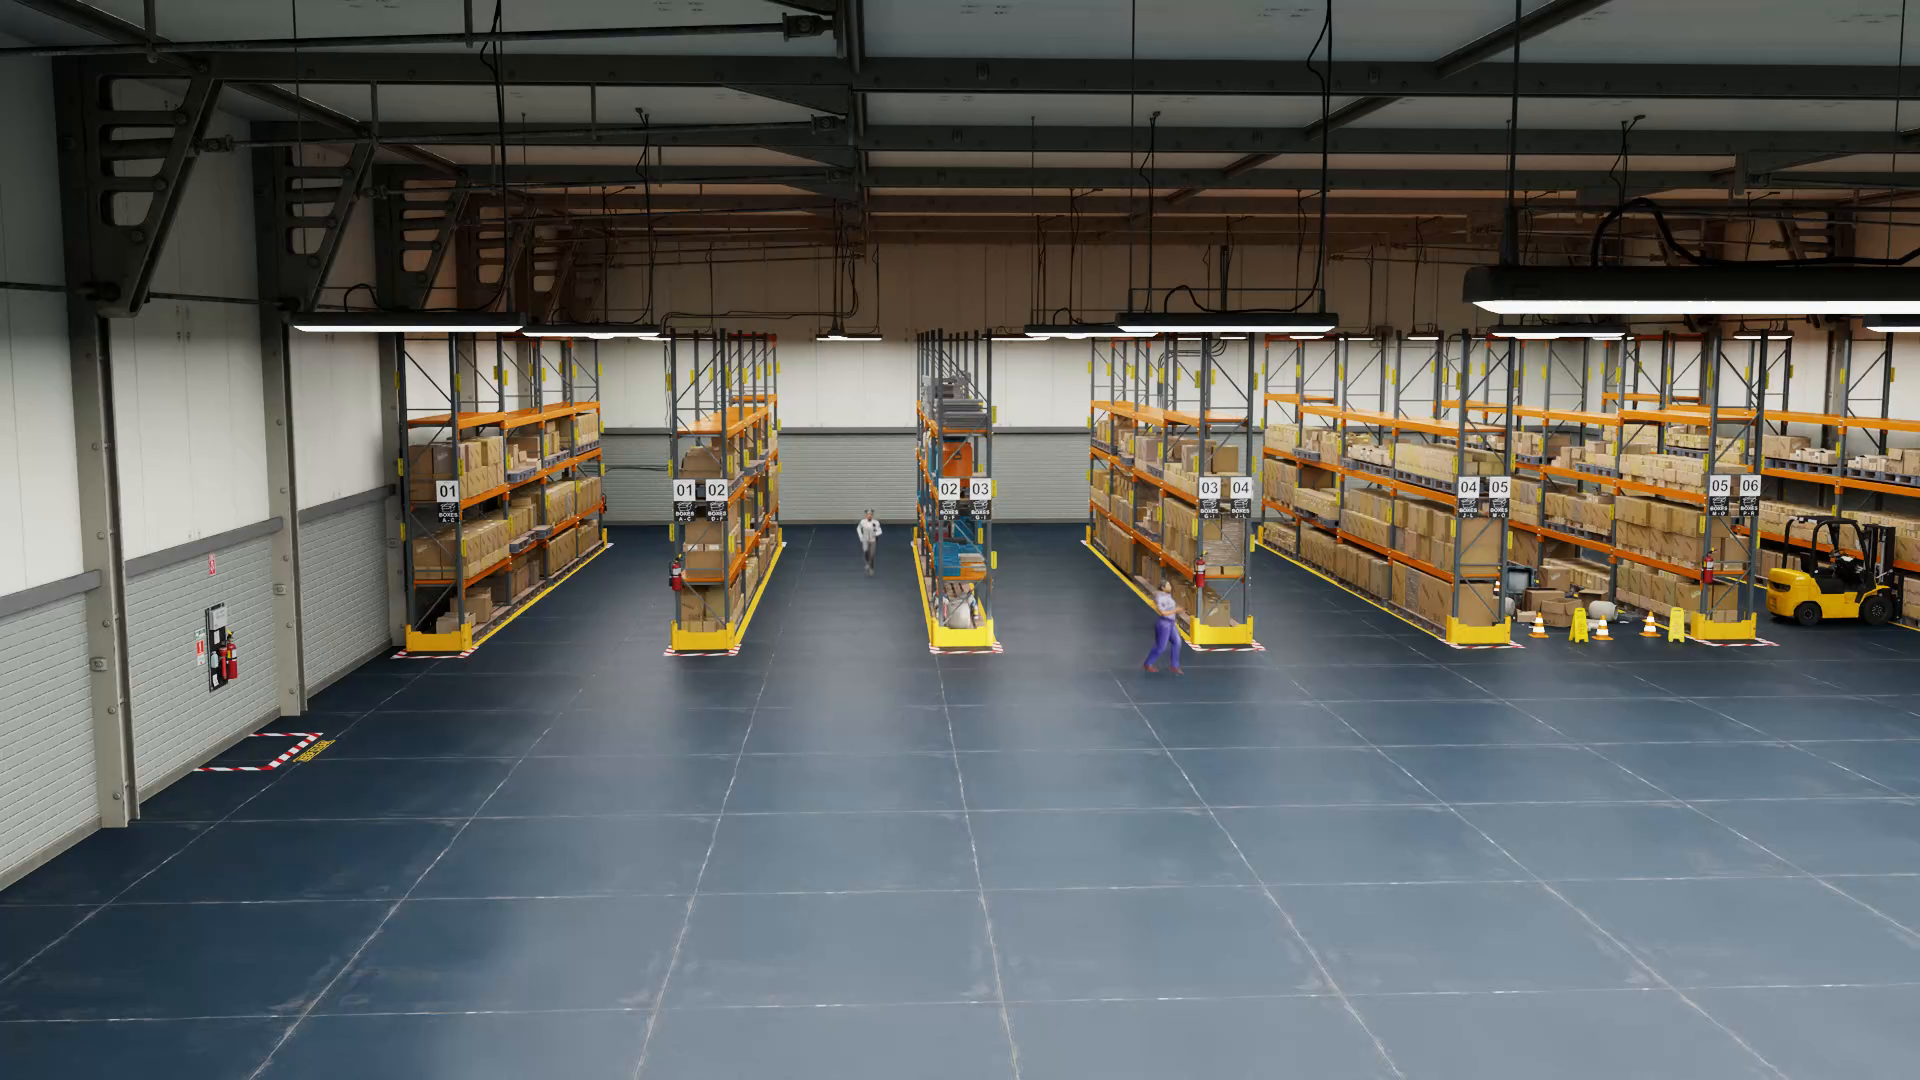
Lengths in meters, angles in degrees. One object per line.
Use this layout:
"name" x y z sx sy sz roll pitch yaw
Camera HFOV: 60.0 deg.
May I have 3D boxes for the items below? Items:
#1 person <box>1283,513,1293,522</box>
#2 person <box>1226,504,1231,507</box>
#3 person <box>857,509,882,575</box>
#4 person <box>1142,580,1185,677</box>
"person" 9.770 -0.915 49.188 0.767 1.682 0.614 -6 9 -43
"person" 7.461 -0.804 48.249 0.871 1.717 0.675 4 8 33
"person" -2.215 0.053 40.756 0.608 1.665 0.802 0 7 -2
"person" 3.523 1.532 28.727 0.726 1.690 0.590 3 7 21
